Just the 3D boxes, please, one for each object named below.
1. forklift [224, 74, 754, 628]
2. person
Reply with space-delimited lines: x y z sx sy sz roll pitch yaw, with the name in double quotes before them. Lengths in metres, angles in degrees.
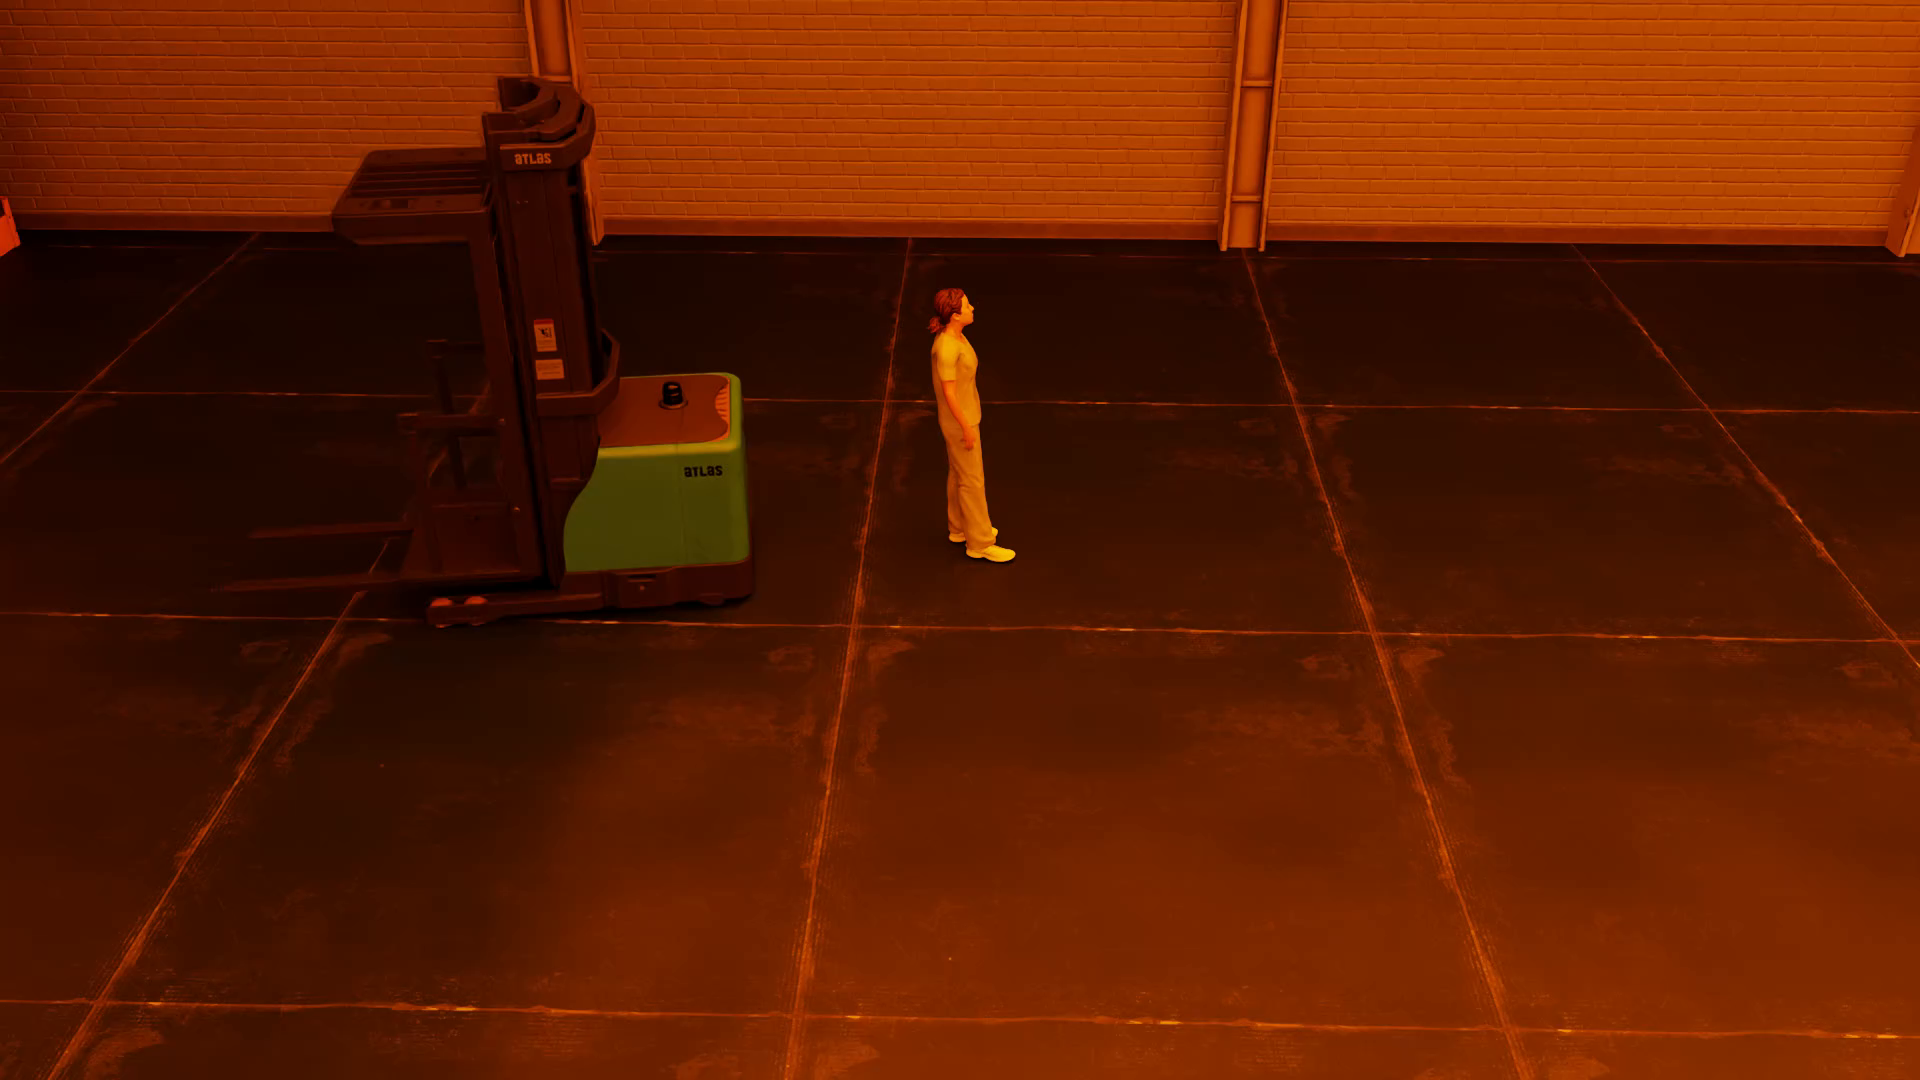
"forklift" -2.776 -1.039 9.376 3.031 2.935 1.130 -3 31 -6
"person" 0.073 -0.720 10.058 0.549 1.675 0.550 1 31 1
